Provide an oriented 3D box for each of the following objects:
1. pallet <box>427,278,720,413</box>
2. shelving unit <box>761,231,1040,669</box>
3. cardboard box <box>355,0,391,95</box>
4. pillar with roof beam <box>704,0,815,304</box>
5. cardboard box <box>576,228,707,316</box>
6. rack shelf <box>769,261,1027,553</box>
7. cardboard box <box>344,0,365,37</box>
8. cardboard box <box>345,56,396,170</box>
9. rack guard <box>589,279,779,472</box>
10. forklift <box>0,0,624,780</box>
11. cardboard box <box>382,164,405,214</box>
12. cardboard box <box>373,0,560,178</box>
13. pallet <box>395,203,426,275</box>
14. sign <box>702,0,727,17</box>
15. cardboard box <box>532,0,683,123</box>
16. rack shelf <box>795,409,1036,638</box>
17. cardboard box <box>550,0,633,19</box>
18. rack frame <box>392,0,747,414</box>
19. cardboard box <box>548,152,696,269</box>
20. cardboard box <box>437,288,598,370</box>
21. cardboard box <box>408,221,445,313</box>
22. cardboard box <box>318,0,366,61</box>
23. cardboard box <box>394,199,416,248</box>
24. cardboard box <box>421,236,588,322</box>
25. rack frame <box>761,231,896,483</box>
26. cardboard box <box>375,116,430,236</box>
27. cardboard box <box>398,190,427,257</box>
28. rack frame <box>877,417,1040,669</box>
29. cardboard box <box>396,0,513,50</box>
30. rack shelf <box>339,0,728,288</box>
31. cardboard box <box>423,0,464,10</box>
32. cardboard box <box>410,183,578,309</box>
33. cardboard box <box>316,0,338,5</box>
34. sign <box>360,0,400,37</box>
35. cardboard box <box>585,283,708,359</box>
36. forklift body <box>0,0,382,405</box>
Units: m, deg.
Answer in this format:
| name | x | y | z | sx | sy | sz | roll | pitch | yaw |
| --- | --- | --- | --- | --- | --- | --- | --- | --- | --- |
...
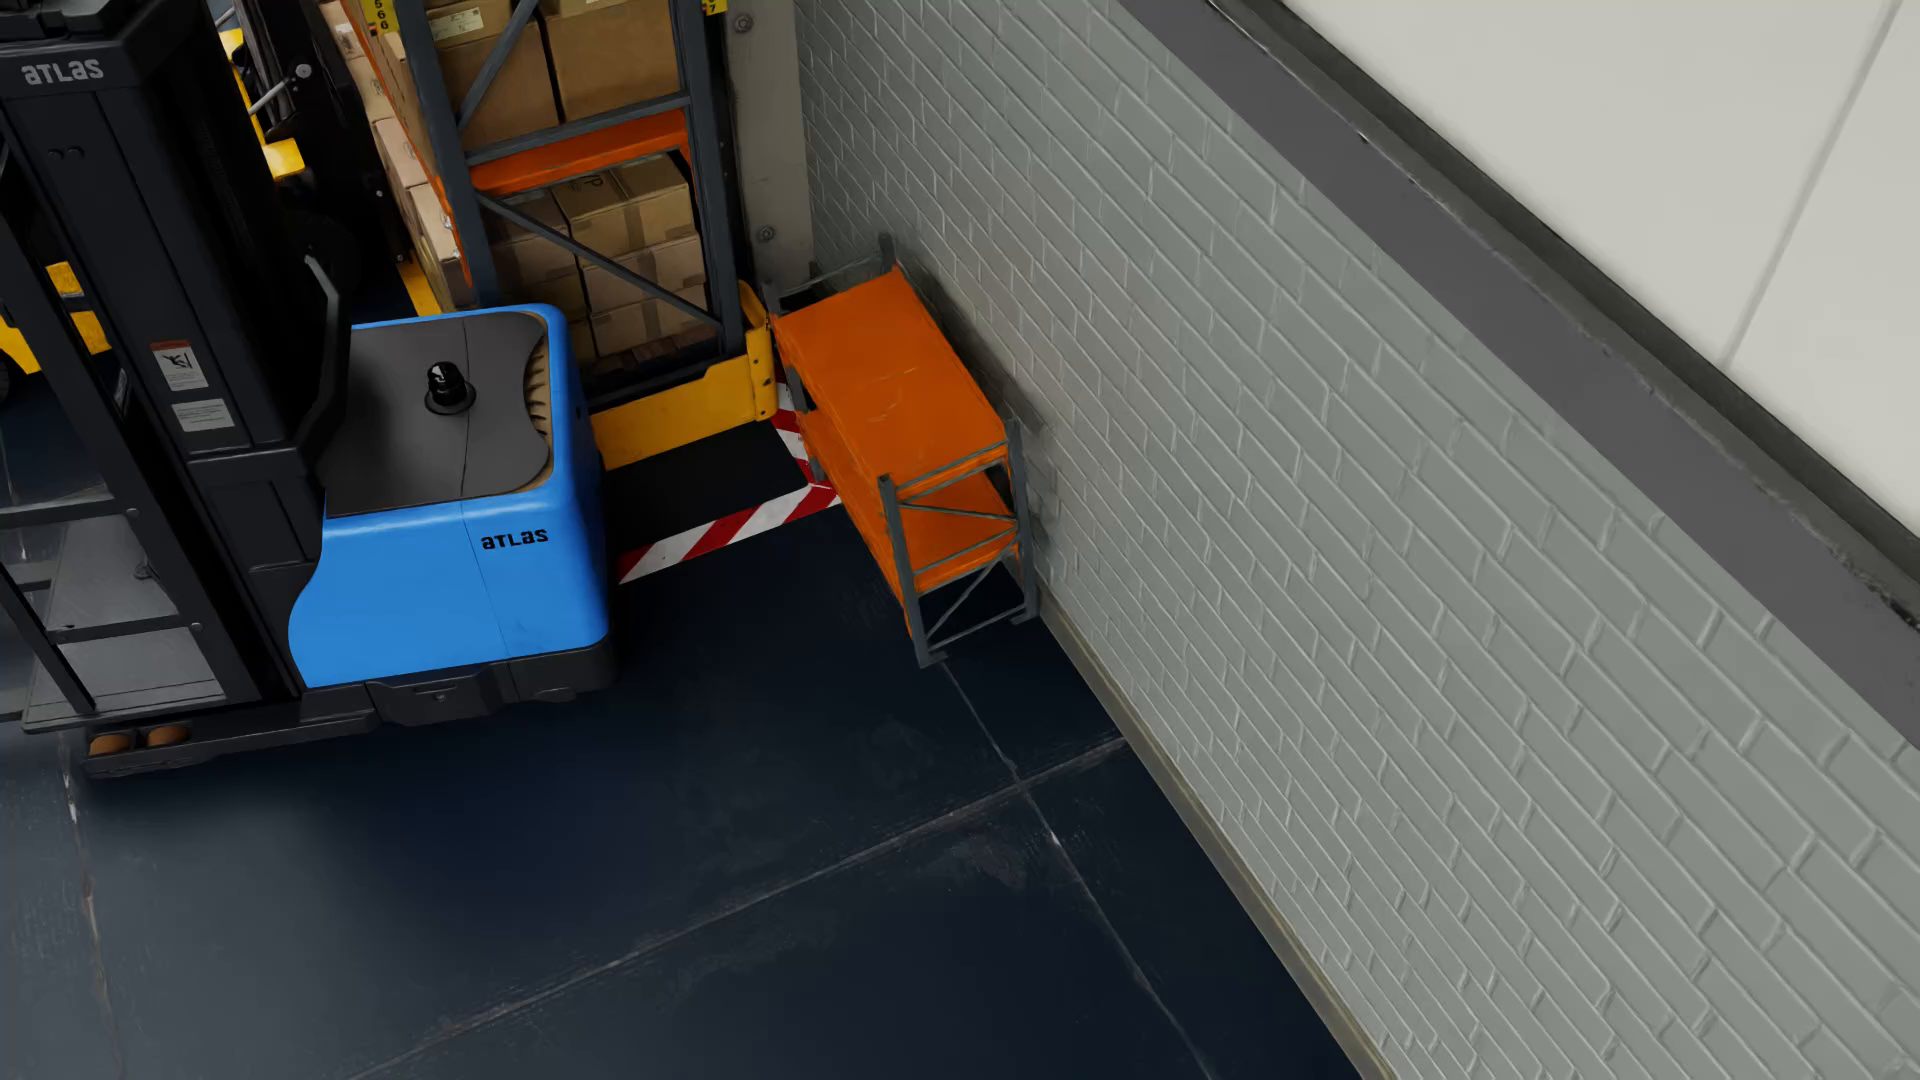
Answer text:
| name | x | y | z | sx | sy | sz | roll | pitch | yaw |
| --- | --- | --- | --- | --- | --- | --- | --- | --- | --- |
| pallet | -1.750 | -1.043 | 7.415 | 1.003 | 0.211 | 1.213 | -21 | 52 | -18 |
| shelving unit | -0.203 | -0.316 | 6.102 | 0.538 | 1.125 | 1.048 | -24 | 55 | -11 |
| cardboard box | -2.051 | -2.086 | 6.408 | 0.500 | 0.500 | 0.500 | -20 | 52 | -16 |
| pillar with roof beam | -4.708 | -2.733 | 3.054 | 9.100 | 9.000 | 0.400 | -21 | 52 | -18 |
| cardboard box | -1.394 | -1.248 | 6.957 | 0.500 | 0.250 | 0.500 | -20 | 52 | -17 |
| rack shelf | -0.231 | -0.488 | 5.867 | 0.538 | 0.278 | 1.000 | -24 | 55 | -11 |
| cardboard box | -2.286 | -2.429 | 6.708 | 0.500 | 0.500 | 0.500 | -22 | 52 | -18 |
| cardboard box | -2.330 | -1.901 | 7.196 | 0.500 | 0.250 | 0.500 | -21 | 52 | -17 |
| rack guard | -1.352 | -0.625 | 6.857 | 1.175 | 0.500 | 0.348 | -21 | 52 | -18 |
| forklift | -2.808 | -0.558 | 5.183 | 3.031 | 2.935 | 1.130 | -8 | 49 | -7 |
| cardboard box | -2.339 | -1.757 | 7.403 | 0.500 | 0.250 | 0.500 | -22 | 52 | -18 |
| cardboard box | -1.822 | -1.736 | 6.102 | 0.500 | 0.500 | 0.500 | -22 | 52 | -18 |
| pallet | -2.305 | -1.859 | 8.128 | 1.003 | 0.211 | 1.213 | -21 | 52 | -18 |
| sign | -0.867 | -1.962 | 5.738 | 0.100 | 0.325 | 0.005 | -21 | 52 | -18 |
| cardboard box | -1.343 | -1.924 | 6.266 | 0.500 | 0.500 | 0.500 | -20 | 52 | -16 |
| rack shelf | -0.179 | -0.173 | 6.299 | 0.538 | 0.278 | 1.000 | -24 | 55 | -11 |
| cardboard box | -1.288 | -2.027 | 5.925 | 0.380 | 0.149 | 0.250 | -22 | 53 | -18 |
| rack frame | -1.363 | -1.464 | 5.930 | 1.000 | 3.000 | 0.127 | -21 | 52 | -18 |
| cardboard box | -1.415 | -1.413 | 6.769 | 0.500 | 0.250 | 0.500 | -22 | 52 | -18 |
| cardboard box | -1.859 | -0.903 | 6.987 | 0.500 | 0.250 | 0.500 | -21 | 52 | -17 |
| cardboard box | -2.078 | -1.239 | 7.281 | 0.500 | 0.250 | 0.500 | -21 | 52 | -18 |
| cardboard box | -2.555 | -2.243 | 7.495 | 0.500 | 0.250 | 0.500 | -22 | 52 | -18 |
| cardboard box | -2.299 | -1.577 | 7.577 | 0.500 | 0.250 | 0.500 | -21 | 52 | -17 |
| cardboard box | -1.864 | -1.080 | 6.810 | 0.500 | 0.250 | 0.500 | -22 | 52 | -18 |
| rack frame | -0.423 | -0.673 | 6.390 | 0.500 | 1.125 | 0.032 | -24 | 55 | -11 |
| cardboard box | -2.090 | -1.567 | 6.904 | 0.500 | 0.250 | 0.500 | -20 | 52 | -17 |
| cardboard box | -2.084 | -1.419 | 7.107 | 0.500 | 0.250 | 0.500 | -22 | 52 | -18 |
| rack frame | 0.018 | 0.040 | 5.815 | 0.500 | 1.125 | 0.032 | -24 | 55 | -11 |
| cardboard box | -1.771 | -1.846 | 5.767 | 0.380 | 0.149 | 0.250 | -20 | 52 | -17 |
| rack shelf | -2.278 | -2.566 | 7.372 | 1.077 | 0.370 | 4.000 | -21 | 52 | -18 |
| cardboard box | -1.714 | -1.976 | 5.683 | 0.380 | 0.149 | 0.250 | -21 | 52 | -17 |
| cardboard box | -1.851 | -1.227 | 6.606 | 0.500 | 0.250 | 0.500 | -20 | 52 | -16 |
| cardboard box | -2.788 | -2.597 | 7.805 | 0.500 | 0.250 | 0.500 | -20 | 52 | -16 |
| sign | -1.852 | -1.746 | 5.250 | 0.100 | 0.325 | 0.005 | -21 | 52 | -18 |
| cardboard box | -1.414 | -1.093 | 7.154 | 0.500 | 0.250 | 0.500 | -21 | 52 | -17 |
| forklift body | -3.853 | -1.825 | 6.810 | 2.313 | 2.155 | 1.214 | -21 | 52 | -18 |
